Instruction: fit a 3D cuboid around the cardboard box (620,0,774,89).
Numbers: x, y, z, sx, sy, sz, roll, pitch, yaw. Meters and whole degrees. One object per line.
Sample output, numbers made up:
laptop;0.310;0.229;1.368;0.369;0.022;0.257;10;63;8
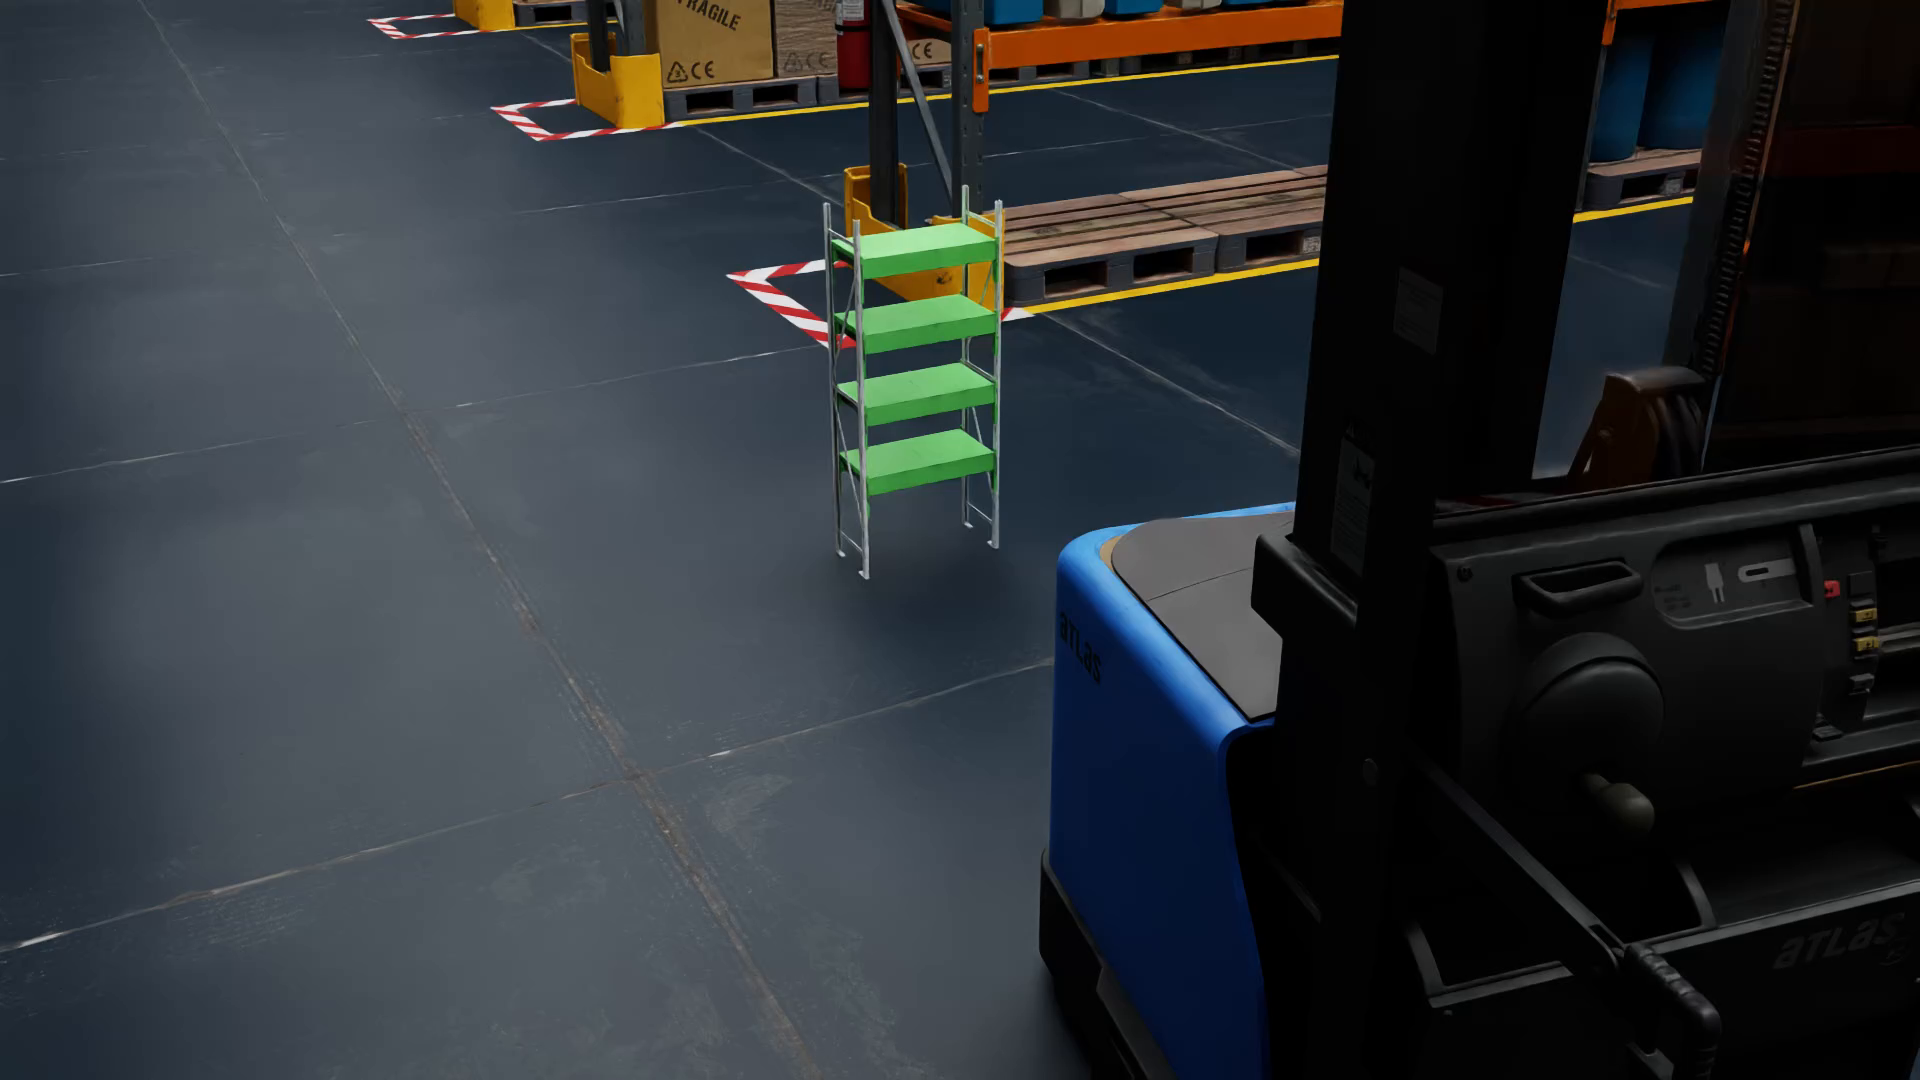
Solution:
cardboard box;-1.982;-3.922;12.423;0.875;0.875;0.875;-13;29;-25

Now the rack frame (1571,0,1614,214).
rack frame;3.351;-3.453;9.476;0.127;3.000;1.000;-13;29;-25

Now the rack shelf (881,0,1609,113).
rack shelf;1.586;-2.721;8.783;4.000;0.370;1.077;-13;29;-25

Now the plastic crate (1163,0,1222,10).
plastic crate;1.115;-2.643;8.024;0.298;0.136;0.250;-13;29;-25

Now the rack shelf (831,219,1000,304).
rack shelf;-0.146;-0.882;5.240;0.480;0.148;0.258;-13;29;-25

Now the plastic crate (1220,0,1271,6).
plastic crate;1.356;-2.782;8.204;0.300;0.233;0.416;-13;29;-25

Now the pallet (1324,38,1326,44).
pallet;3.819;-4.770;15.441;1.213;0.211;1.003;-13;29;-25

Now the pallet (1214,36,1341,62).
pallet;2.744;-4.523;14.928;1.213;0.211;1.003;-13;29;-25

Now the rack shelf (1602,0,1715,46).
rack shelf;5.116;-3.536;10.480;4.000;0.370;1.077;-13;29;-25

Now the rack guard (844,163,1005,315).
rack guard;-0.193;-1.501;8.300;0.348;0.500;1.175;-13;29;-25

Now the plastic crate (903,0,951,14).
plastic crate;0.029;-2.821;8.049;0.499;0.435;0.616;-13;29;-25

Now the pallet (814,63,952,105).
pallet;-0.765;-3.712;13.238;1.213;0.211;1.003;-13;29;-25

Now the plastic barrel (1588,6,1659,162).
plastic barrel;3.839;-2.800;10.056;0.708;0.901;0.600;-13;29;-25

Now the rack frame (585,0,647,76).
rack frame;-2.509;-4.530;11.719;0.127;3.000;1.000;-13;29;-25

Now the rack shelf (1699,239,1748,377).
rack shelf;3.914;-0.829;4.841;4.000;0.370;1.077;-13;29;-25

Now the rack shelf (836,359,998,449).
rack shelf;-0.146;-0.450;5.448;0.480;0.148;0.258;-13;29;-25

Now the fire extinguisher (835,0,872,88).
fire extinguisher;-0.525;-2.578;8.174;0.183;0.674;0.296;-13;29;-25

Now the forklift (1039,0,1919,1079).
forklift;1.111;0.175;2.000;1.130;2.935;3.031;-8;27;-16

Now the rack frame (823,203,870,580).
rack frame;-0.361;-0.457;5.317;0.015;1.200;0.240;-13;29;-25

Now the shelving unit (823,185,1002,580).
shelving unit;-0.146;-0.507;5.420;0.503;1.200;0.258;-13;29;-25

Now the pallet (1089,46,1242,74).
pallet;1.666;-4.273;14.406;1.213;0.211;1.003;-13;29;-25

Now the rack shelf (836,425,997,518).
rack shelf;-0.146;-0.233;5.552;0.480;0.148;0.258;-13;29;-25

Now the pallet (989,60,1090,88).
pallet;0.313;-3.962;13.759;1.213;0.211;1.003;-13;29;-25

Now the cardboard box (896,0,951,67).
cardboard box;-0.394;-4.289;13.186;0.875;0.875;0.875;-13;29;-25

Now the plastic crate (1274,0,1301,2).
plastic crate;1.621;-2.844;8.331;0.300;0.233;0.416;-13;29;-25

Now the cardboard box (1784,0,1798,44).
cardboard box;2.413;-1.437;4.007;0.500;0.500;0.500;-13;29;-26

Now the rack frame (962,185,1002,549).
rack frame;0.069;-0.557;5.524;0.015;1.200;0.240;-13;29;-25

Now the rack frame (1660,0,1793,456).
rack frame;2.149;-0.746;3.837;0.127;3.000;1.000;-13;29;-25

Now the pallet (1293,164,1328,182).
pallet;2.721;-2.031;9.737;1.213;0.211;1.003;-13;29;-25

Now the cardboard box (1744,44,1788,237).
cardboard box;2.416;-0.986;4.222;0.500;0.500;0.500;-12;28;-24

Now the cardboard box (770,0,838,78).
cardboard box;-1.179;-4.107;12.809;0.875;0.875;0.875;-13;29;-25

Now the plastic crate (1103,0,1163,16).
plastic crate;0.775;-2.648;7.924;0.300;0.233;0.416;-13;29;-25

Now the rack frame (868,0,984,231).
rack frame;-0.178;-2.638;7.779;0.127;3.000;1.000;-13;29;-25

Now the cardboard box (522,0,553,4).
cardboard box;-4.141;-5.333;16.201;0.250;0.149;0.380;-12;28;-24

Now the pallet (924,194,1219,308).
pallet;0.568;-1.534;8.702;1.213;0.211;1.003;-13;29;-25

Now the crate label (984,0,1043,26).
crate label;0.194;-2.514;7.645;0.303;0.233;0.416;-13;29;-25

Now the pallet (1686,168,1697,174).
pallet;5.129;-2.587;10.895;1.213;0.211;1.003;-13;29;-25

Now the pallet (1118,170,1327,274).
pallet;1.643;-1.781;9.215;1.213;0.211;1.003;-13;29;-25

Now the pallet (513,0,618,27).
pallet;-3.953;-5.355;16.659;1.213;0.211;1.003;-13;29;-25

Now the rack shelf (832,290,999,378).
rack shelf;-0.146;-0.666;5.344;0.480;0.148;0.258;-13;29;-25

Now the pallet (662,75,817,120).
pallet;-1.840;-3.465;12.724;1.213;0.211;1.003;-13;29;-25

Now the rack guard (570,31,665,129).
rack guard;-2.530;-3.398;12.250;0.348;0.500;1.175;-13;29;-25

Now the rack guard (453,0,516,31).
rack guard;-4.687;-5.333;16.280;0.348;0.500;1.175;-13;29;-25

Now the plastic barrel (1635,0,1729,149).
plastic barrel;4.464;-2.945;10.357;0.708;0.901;0.600;-13;29;-25

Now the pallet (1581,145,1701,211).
pallet;4.052;-2.337;10.374;1.213;0.211;1.003;-13;29;-25

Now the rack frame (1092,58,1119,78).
rack frame;1.021;-5.344;13.416;0.127;3.000;1.000;-13;29;-25

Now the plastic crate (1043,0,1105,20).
plastic crate;0.516;-2.505;7.736;0.298;0.136;0.250;-13;29;-25
